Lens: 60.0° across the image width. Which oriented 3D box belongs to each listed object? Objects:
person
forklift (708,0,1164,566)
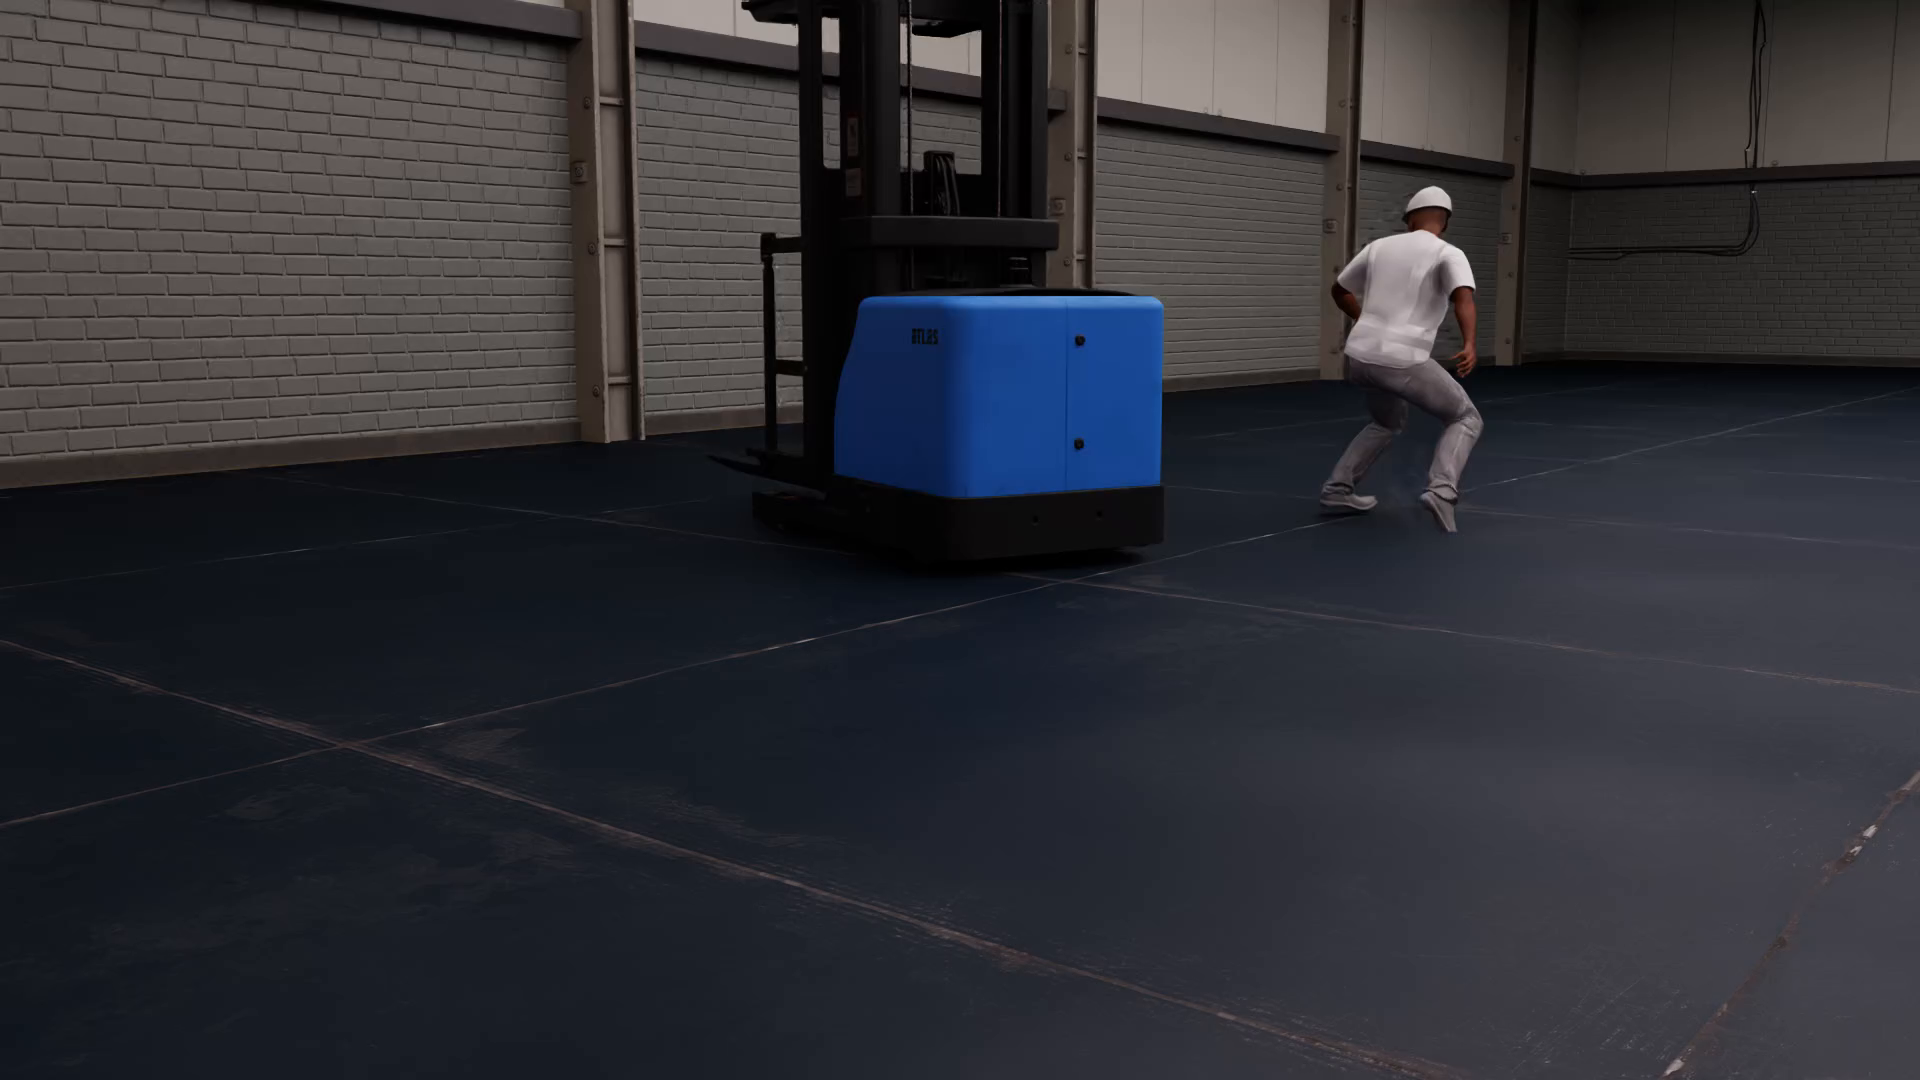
[{"bbox_3d":[2.156,-0.832,7.901,0.537,1.683,1.074,-5,10,-29],"label":"person"},{"bbox_3d":[-0.327,-1.522,7.685,1.130,2.935,3.031,-5,10,-29],"label":"forklift"}]
